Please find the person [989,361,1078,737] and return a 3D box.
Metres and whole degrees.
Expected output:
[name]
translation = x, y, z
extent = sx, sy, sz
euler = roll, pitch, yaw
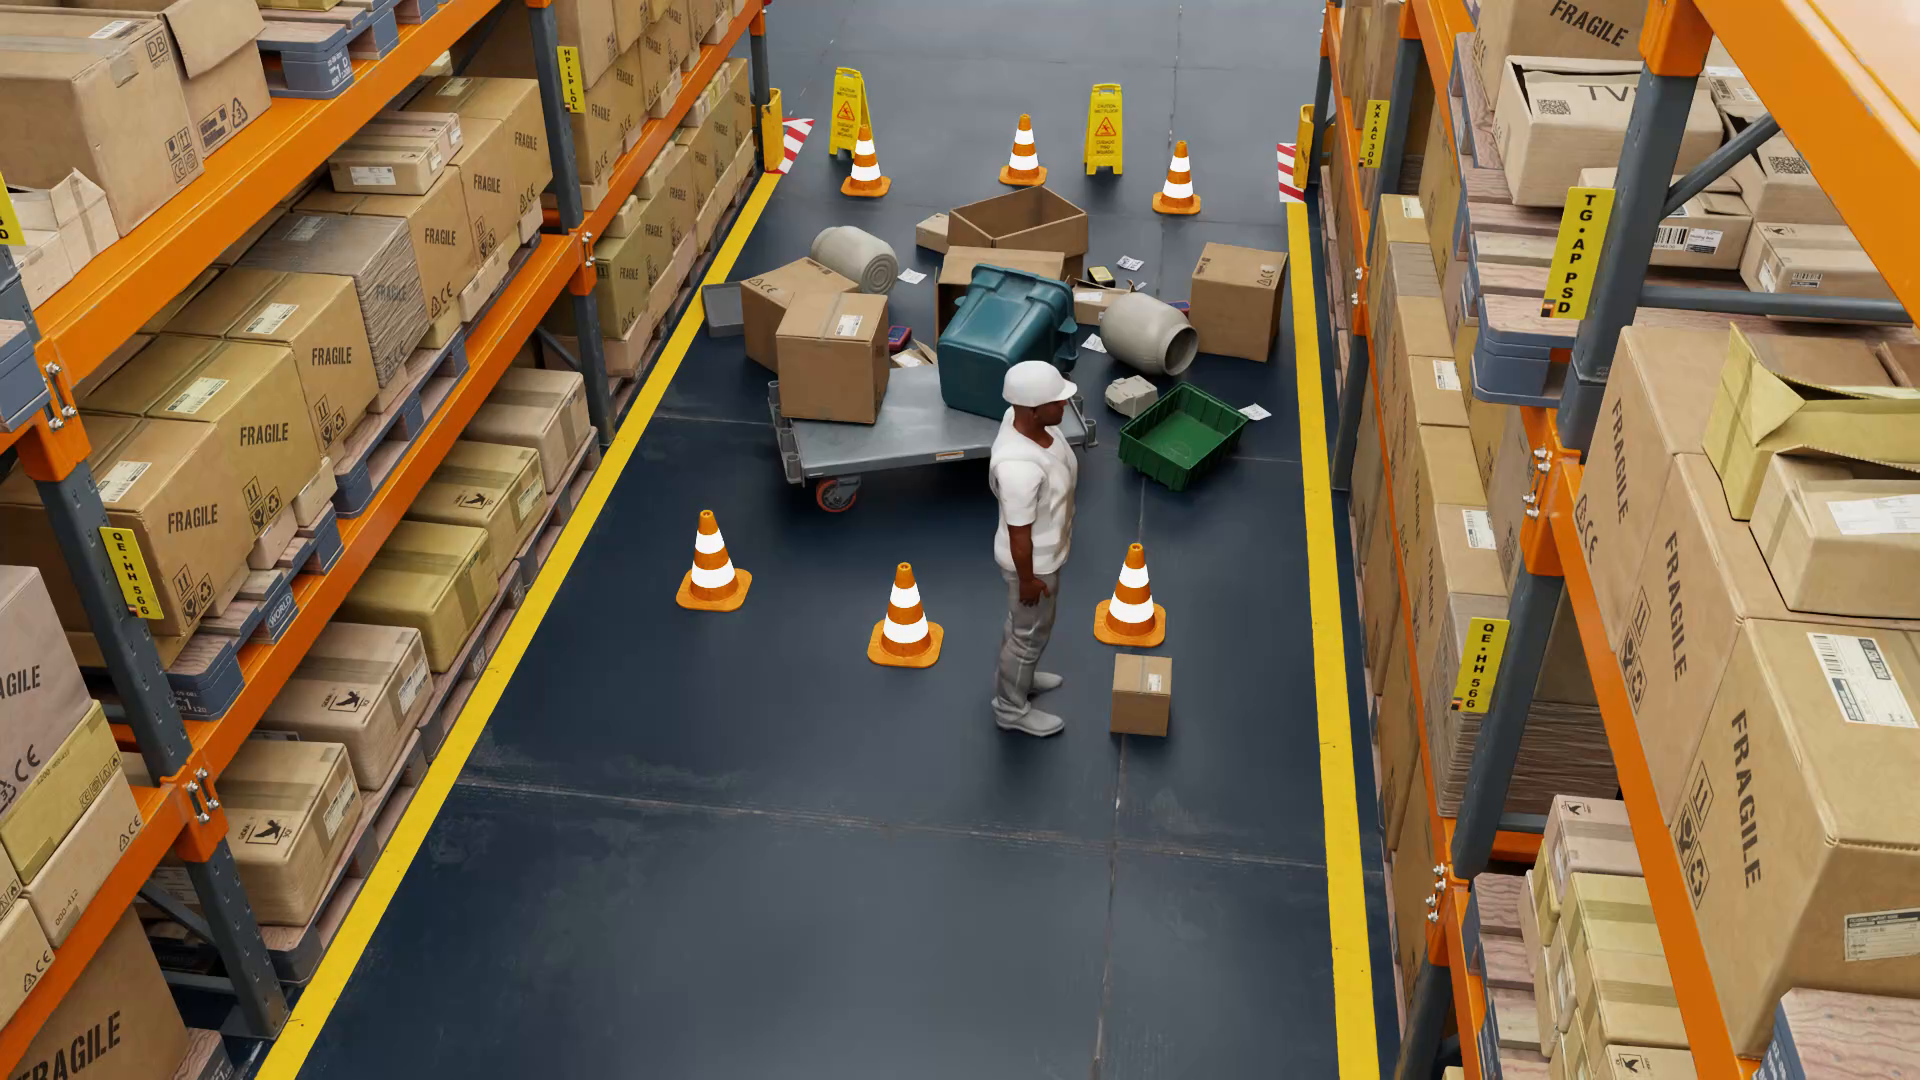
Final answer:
[person]
translation = 0.311, 0.035, 6.986
extent = 0.350, 1.777, 0.563
euler = 5, 36, 7
